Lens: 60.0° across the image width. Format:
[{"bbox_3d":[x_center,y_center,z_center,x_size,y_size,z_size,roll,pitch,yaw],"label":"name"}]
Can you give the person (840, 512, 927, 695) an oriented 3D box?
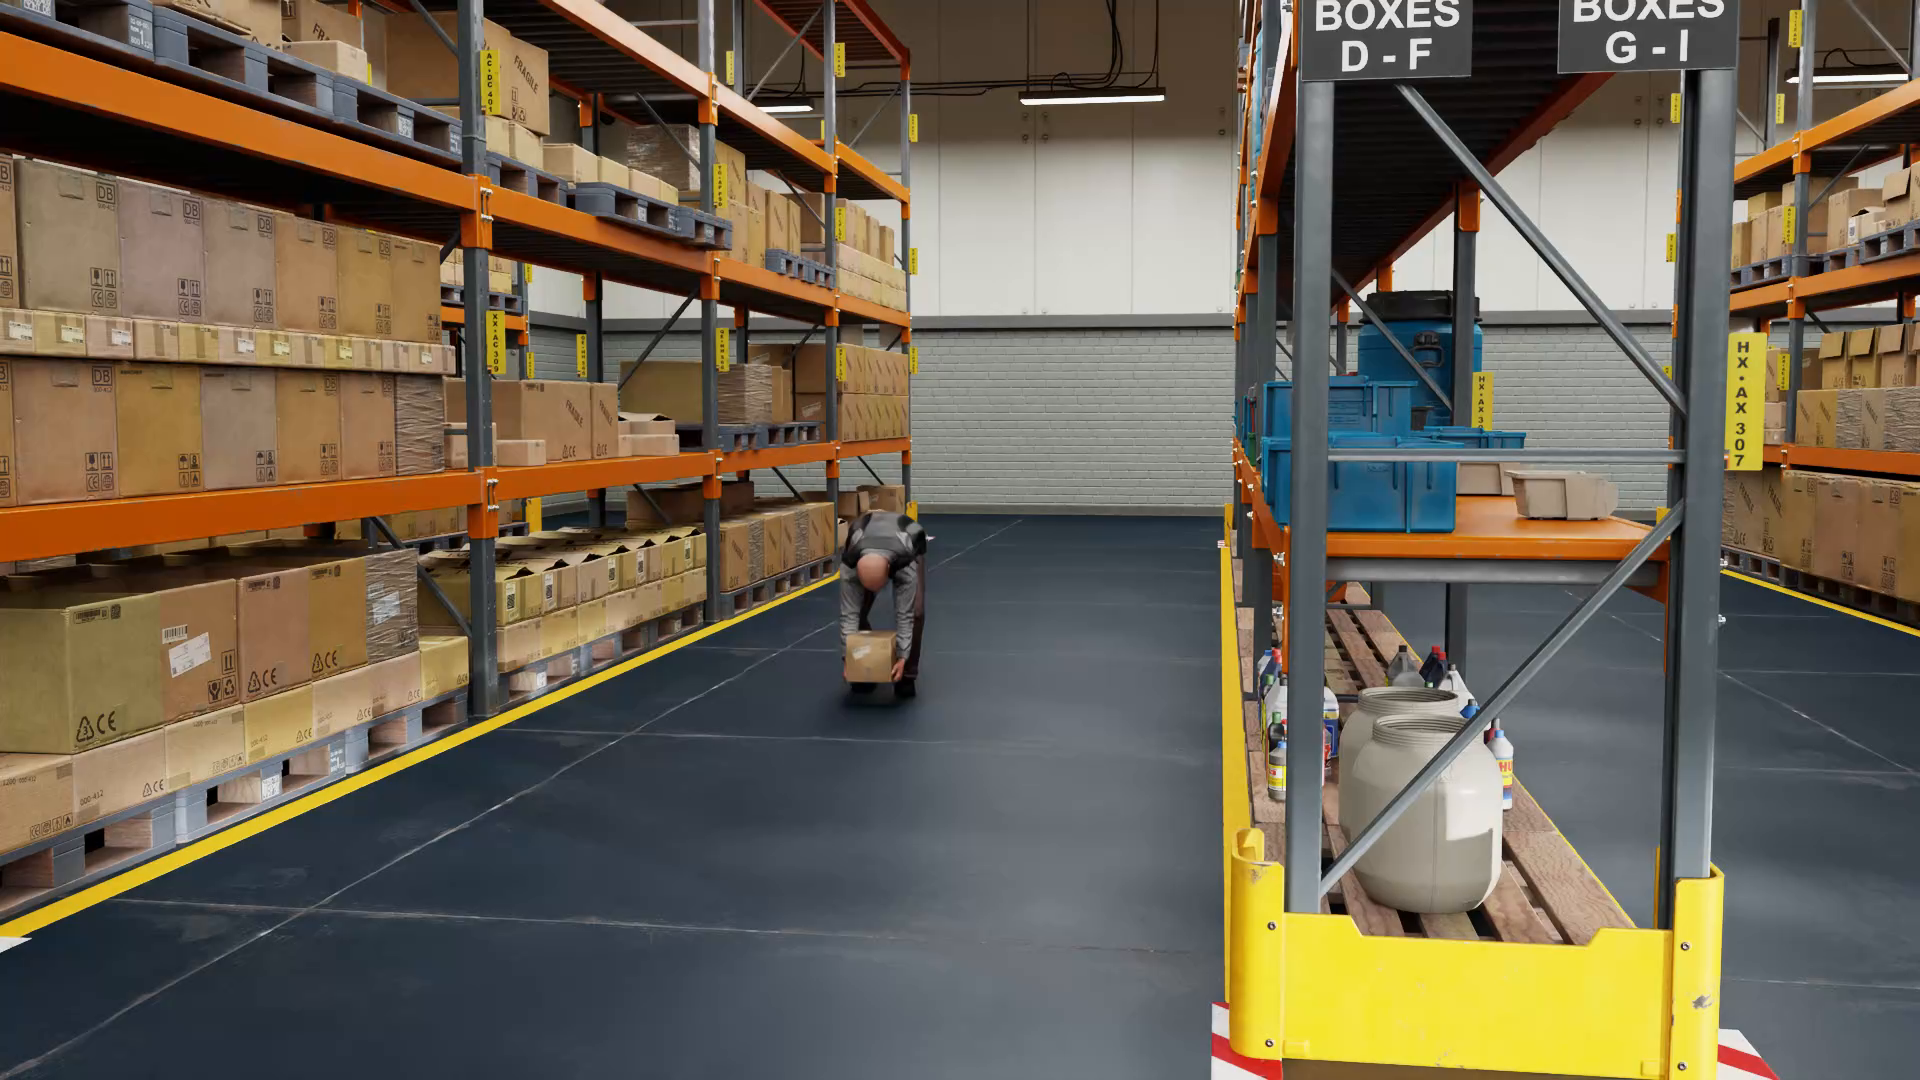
[{"bbox_3d":[-0.446,0.370,9.425,0.483,1.041,0.952,0,4,6],"label":"person"}]
